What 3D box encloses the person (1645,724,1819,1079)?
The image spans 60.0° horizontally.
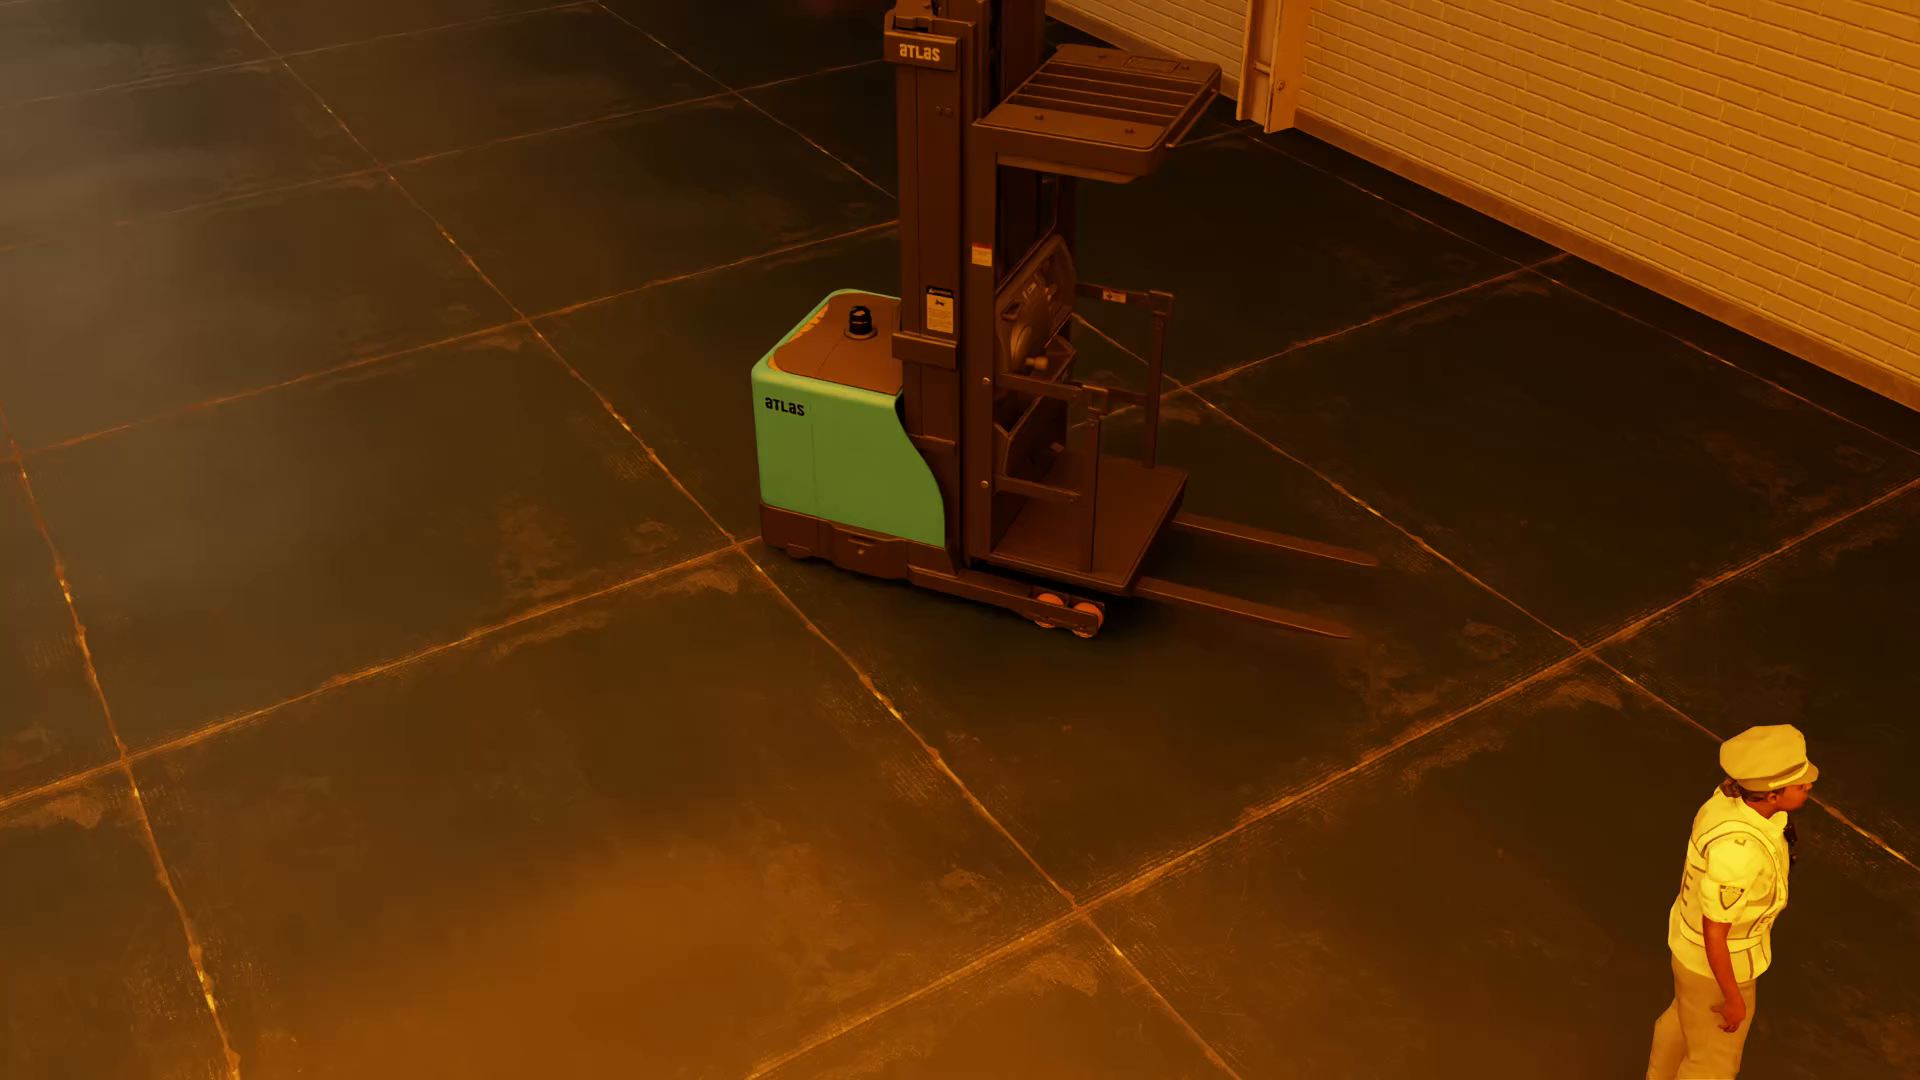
[{"bbox_3d":[2.509,1.328,5.320,0.530,1.695,0.570,14,38,19],"label":"person"}]

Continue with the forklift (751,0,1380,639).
[{"bbox_3d":[0.538,-1.077,7.681,3.031,2.935,1.130,13,37,18],"label":"forklift"}]
